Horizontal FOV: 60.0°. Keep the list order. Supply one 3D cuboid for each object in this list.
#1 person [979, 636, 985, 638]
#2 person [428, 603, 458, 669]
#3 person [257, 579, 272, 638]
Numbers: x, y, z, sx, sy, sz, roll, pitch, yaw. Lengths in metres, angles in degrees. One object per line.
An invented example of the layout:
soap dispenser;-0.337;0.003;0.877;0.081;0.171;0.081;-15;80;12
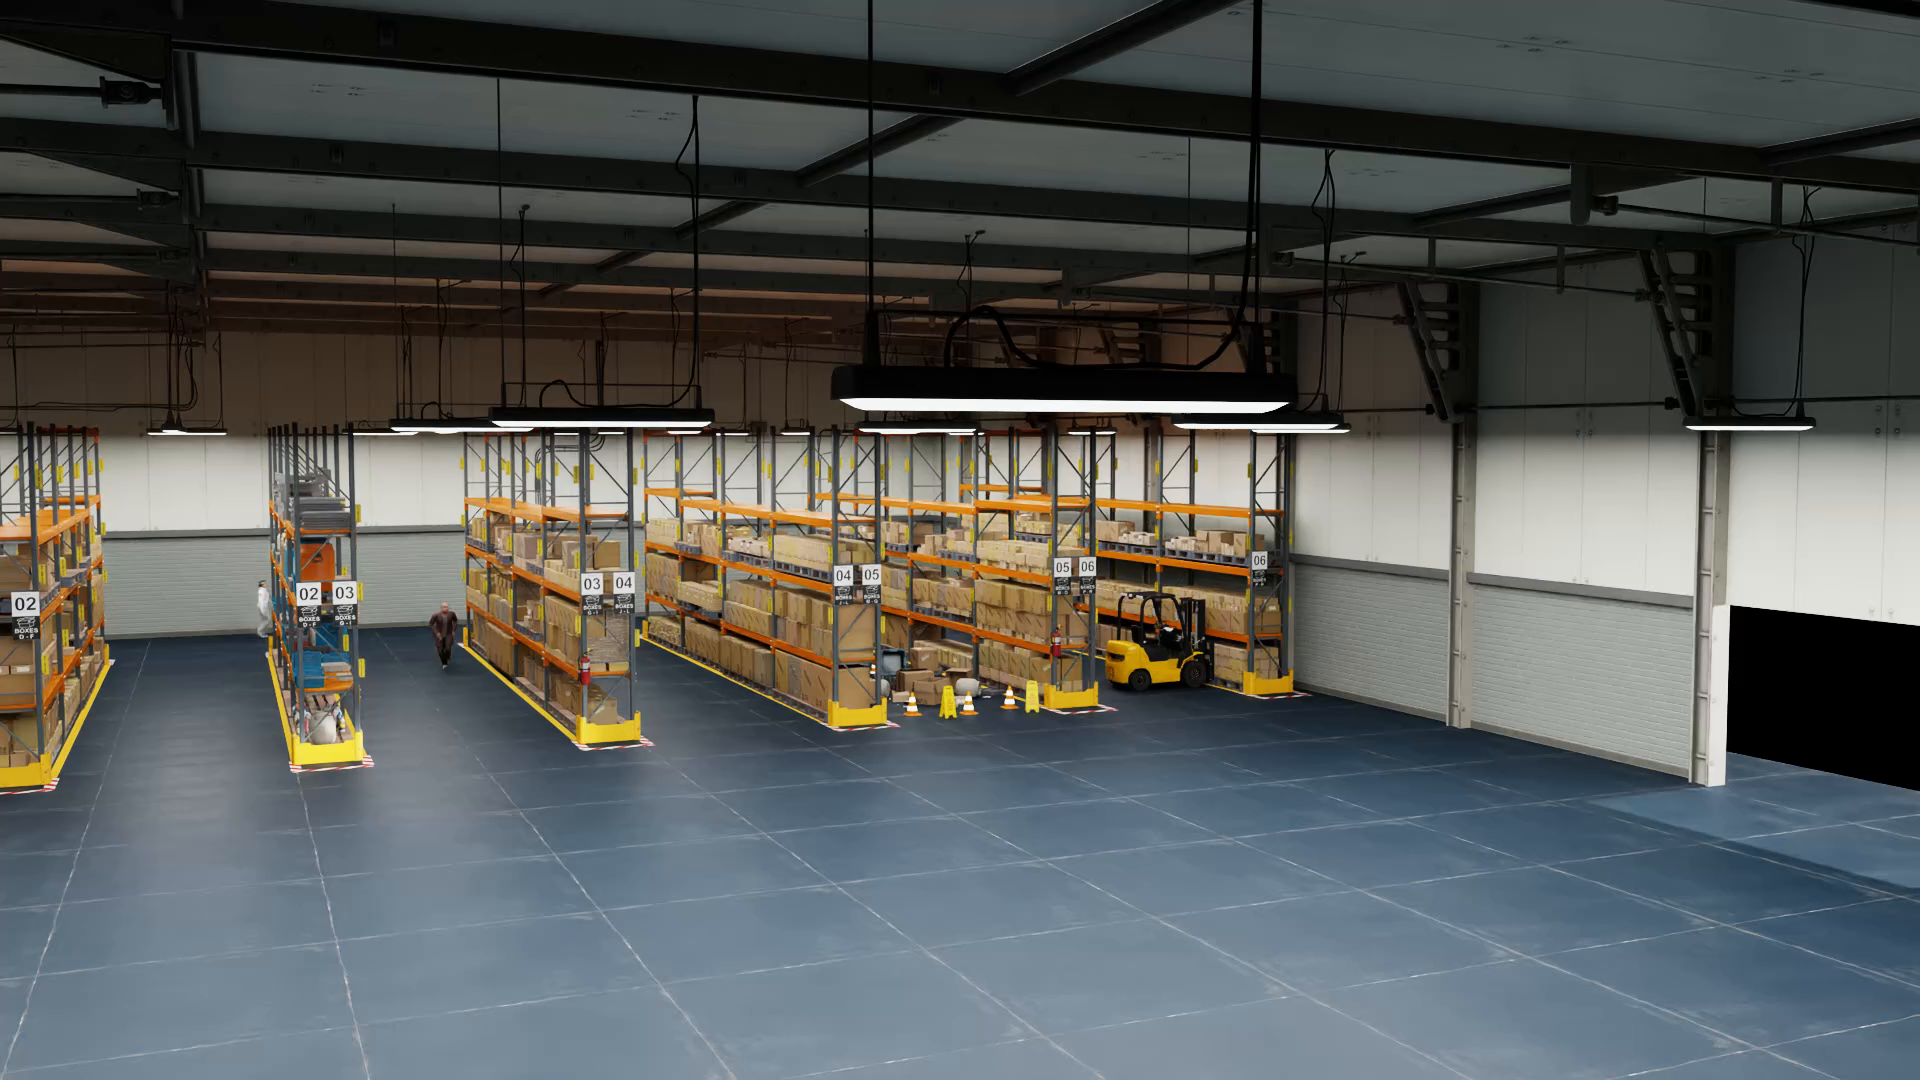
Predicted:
person;0.569;2.022;47.644;0.360;1.612;0.445;1;4;23
person;-12.800;2.374;41.202;0.672;1.685;0.671;-1;4;-12
person;-19.974;1.958;47.717;0.393;1.690;0.509;-1;4;-23
